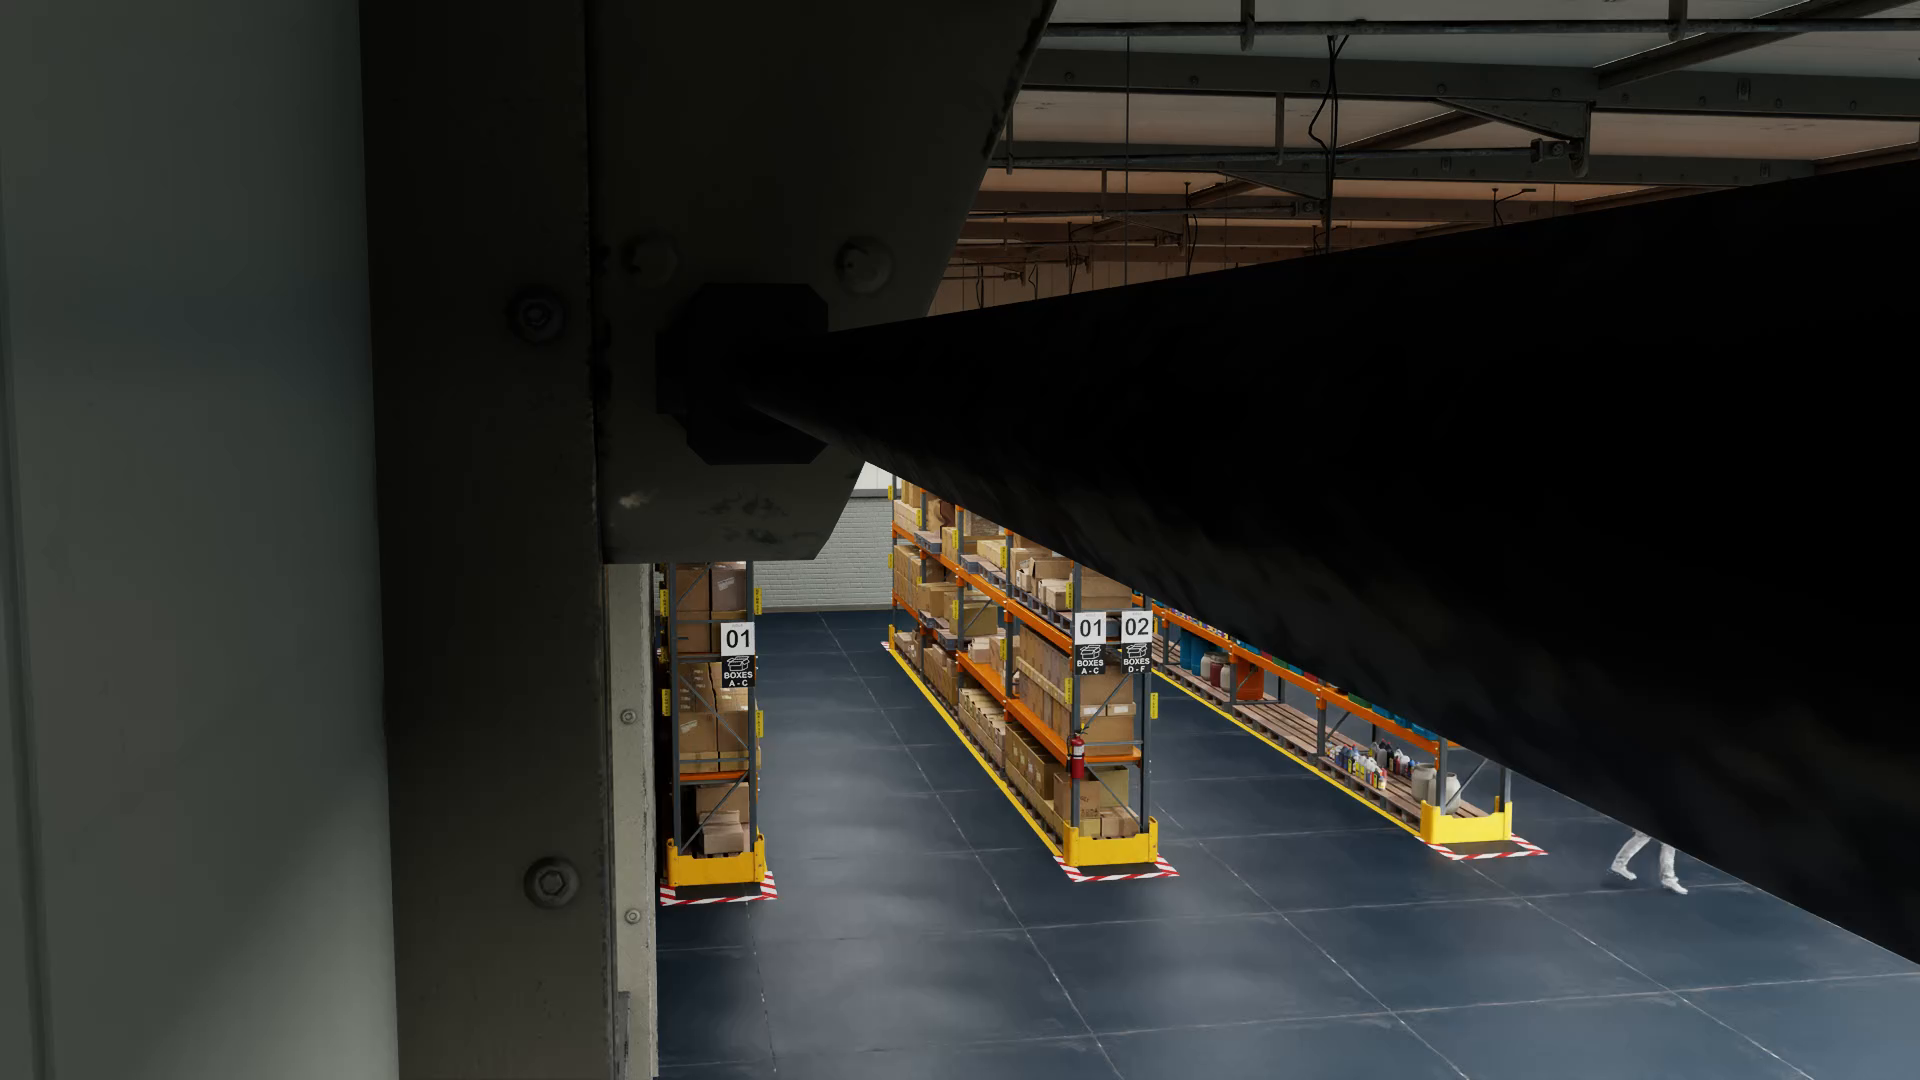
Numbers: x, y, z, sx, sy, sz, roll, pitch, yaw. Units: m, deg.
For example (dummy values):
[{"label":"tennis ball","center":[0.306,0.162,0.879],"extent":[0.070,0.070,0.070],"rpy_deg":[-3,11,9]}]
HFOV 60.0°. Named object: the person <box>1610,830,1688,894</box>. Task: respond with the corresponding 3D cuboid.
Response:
[{"label":"person","center":[8.283,3.280,19.920],"extent":[0.858,1.831,0.670],"rpy_deg":[2,6,18]}]
